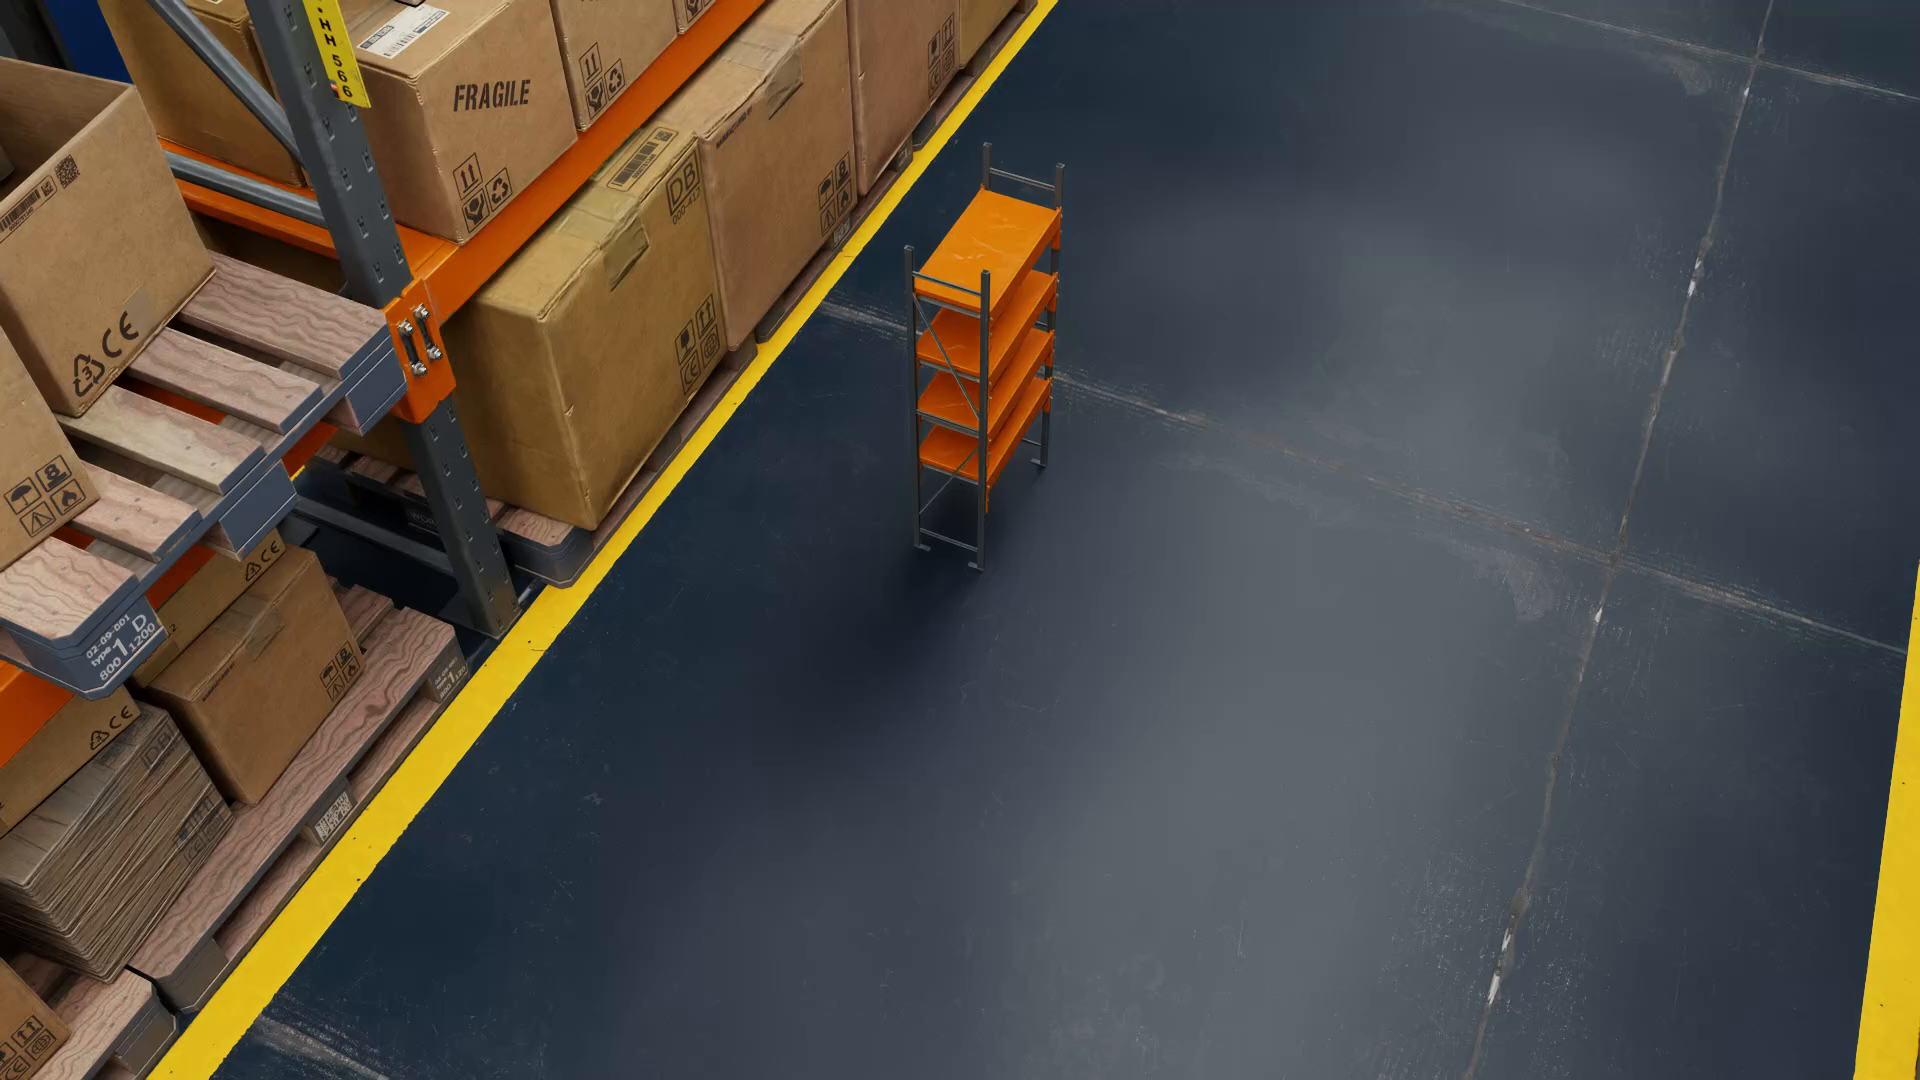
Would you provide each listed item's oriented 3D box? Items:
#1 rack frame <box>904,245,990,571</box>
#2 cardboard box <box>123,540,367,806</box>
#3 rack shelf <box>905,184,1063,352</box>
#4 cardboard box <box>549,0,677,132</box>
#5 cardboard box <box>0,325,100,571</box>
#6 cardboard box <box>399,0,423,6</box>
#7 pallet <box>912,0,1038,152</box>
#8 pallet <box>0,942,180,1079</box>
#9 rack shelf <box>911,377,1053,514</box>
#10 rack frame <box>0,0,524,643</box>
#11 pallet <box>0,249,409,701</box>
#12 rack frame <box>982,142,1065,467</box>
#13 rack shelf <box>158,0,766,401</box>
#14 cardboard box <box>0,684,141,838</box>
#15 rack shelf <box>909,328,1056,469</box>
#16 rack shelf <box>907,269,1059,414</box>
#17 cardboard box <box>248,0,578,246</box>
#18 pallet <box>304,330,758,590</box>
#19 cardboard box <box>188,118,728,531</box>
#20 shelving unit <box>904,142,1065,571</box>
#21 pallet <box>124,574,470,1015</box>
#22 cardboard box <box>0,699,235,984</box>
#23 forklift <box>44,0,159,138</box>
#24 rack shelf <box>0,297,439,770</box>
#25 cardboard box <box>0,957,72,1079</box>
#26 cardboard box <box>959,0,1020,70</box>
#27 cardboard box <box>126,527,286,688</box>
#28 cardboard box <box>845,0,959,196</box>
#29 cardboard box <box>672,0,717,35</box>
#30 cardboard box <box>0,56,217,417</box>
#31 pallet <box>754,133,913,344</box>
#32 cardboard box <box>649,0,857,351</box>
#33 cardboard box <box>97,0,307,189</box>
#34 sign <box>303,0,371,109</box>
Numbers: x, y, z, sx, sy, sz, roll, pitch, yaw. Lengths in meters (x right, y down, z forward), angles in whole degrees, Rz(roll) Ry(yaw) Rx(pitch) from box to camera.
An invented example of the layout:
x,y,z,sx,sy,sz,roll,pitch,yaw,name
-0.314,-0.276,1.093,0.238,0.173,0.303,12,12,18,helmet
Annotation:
x,y,z,sx,sy,sz,roll,pitch,yaw,name
-0.034,-0.335,4.747,0.240,1.200,0.015,20,52,16,rack frame
-2.075,0.265,4.407,0.700,0.500,0.500,17,52,14,cardboard box
0.071,-0.757,4.591,0.258,0.148,0.480,20,52,16,rack shelf
-1.135,-1.505,4.495,0.500,0.500,0.500,19,52,15,cardboard box
-2.150,-0.237,3.141,0.700,0.500,0.500,27,55,21,cardboard box
-1.480,-1.726,4.025,0.797,0.503,0.637,21,53,17,cardboard box
-0.360,-2.165,6.954,1.003,0.211,1.213,20,52,16,pallet
-2.665,1.408,3.913,1.003,0.211,1.213,20,52,16,pallet
0.071,-0.331,5.092,0.258,0.148,0.480,20,52,16,rack shelf
-1.807,-0.870,4.021,1.000,3.000,0.127,20,52,16,rack frame
-2.015,-0.283,3.647,1.213,0.211,1.003,20,52,16,pallet
0.175,-0.671,5.033,0.240,1.200,0.015,20,52,16,rack frame
-0.953,-2.014,5.467,1.077,0.370,4.000,20,52,16,rack shelf
-2.284,0.394,3.805,0.500,0.250,0.500,25,54,20,cardboard box
0.071,-0.459,4.941,0.258,0.148,0.480,20,52,16,rack shelf
0.071,-0.604,4.771,0.258,0.148,0.480,20,52,16,rack shelf
-1.354,-1.149,4.192,0.500,0.500,0.500,21,53,17,cardboard box
-1.402,-0.485,5.524,1.003,0.211,1.213,20,52,16,pallet
-1.494,-0.786,5.069,1.225,0.875,0.875,18,52,14,cardboard box
0.071,-0.503,4.890,0.258,1.200,0.503,20,52,16,shelving unit
-2.142,0.571,4.625,1.003,0.211,1.213,20,52,16,pallet
-2.301,0.651,4.079,0.700,0.500,0.500,16,51,13,cardboard box
-3.922,-2.132,5.139,1.130,2.935,3.031,26,54,20,forklift
-2.662,0.740,3.123,1.077,0.370,4.000,20,52,16,rack shelf
-2.537,1.044,3.745,0.700,0.500,0.500,24,54,19,cardboard box
-0.354,-2.625,6.633,1.225,0.875,0.875,20,52,16,cardboard box
-2.066,0.026,4.119,0.500,0.250,0.500,22,53,18,cardboard box
-0.735,-2.009,6.109,1.225,0.875,0.875,18,52,15,cardboard box
-0.920,-1.858,4.796,0.500,0.500,0.500,19,52,15,cardboard box
-2.002,-0.654,3.495,0.500,0.500,0.500,14,51,12,cardboard box
-0.880,-1.322,6.236,1.003,0.211,1.213,20,52,16,pallet
-1.106,-1.397,5.589,1.225,0.875,0.875,20,52,16,cardboard box
-1.820,-1.323,4.340,0.500,0.500,0.500,21,53,17,cardboard box
-1.313,-1.050,3.465,0.100,0.325,0.005,20,52,16,sign
